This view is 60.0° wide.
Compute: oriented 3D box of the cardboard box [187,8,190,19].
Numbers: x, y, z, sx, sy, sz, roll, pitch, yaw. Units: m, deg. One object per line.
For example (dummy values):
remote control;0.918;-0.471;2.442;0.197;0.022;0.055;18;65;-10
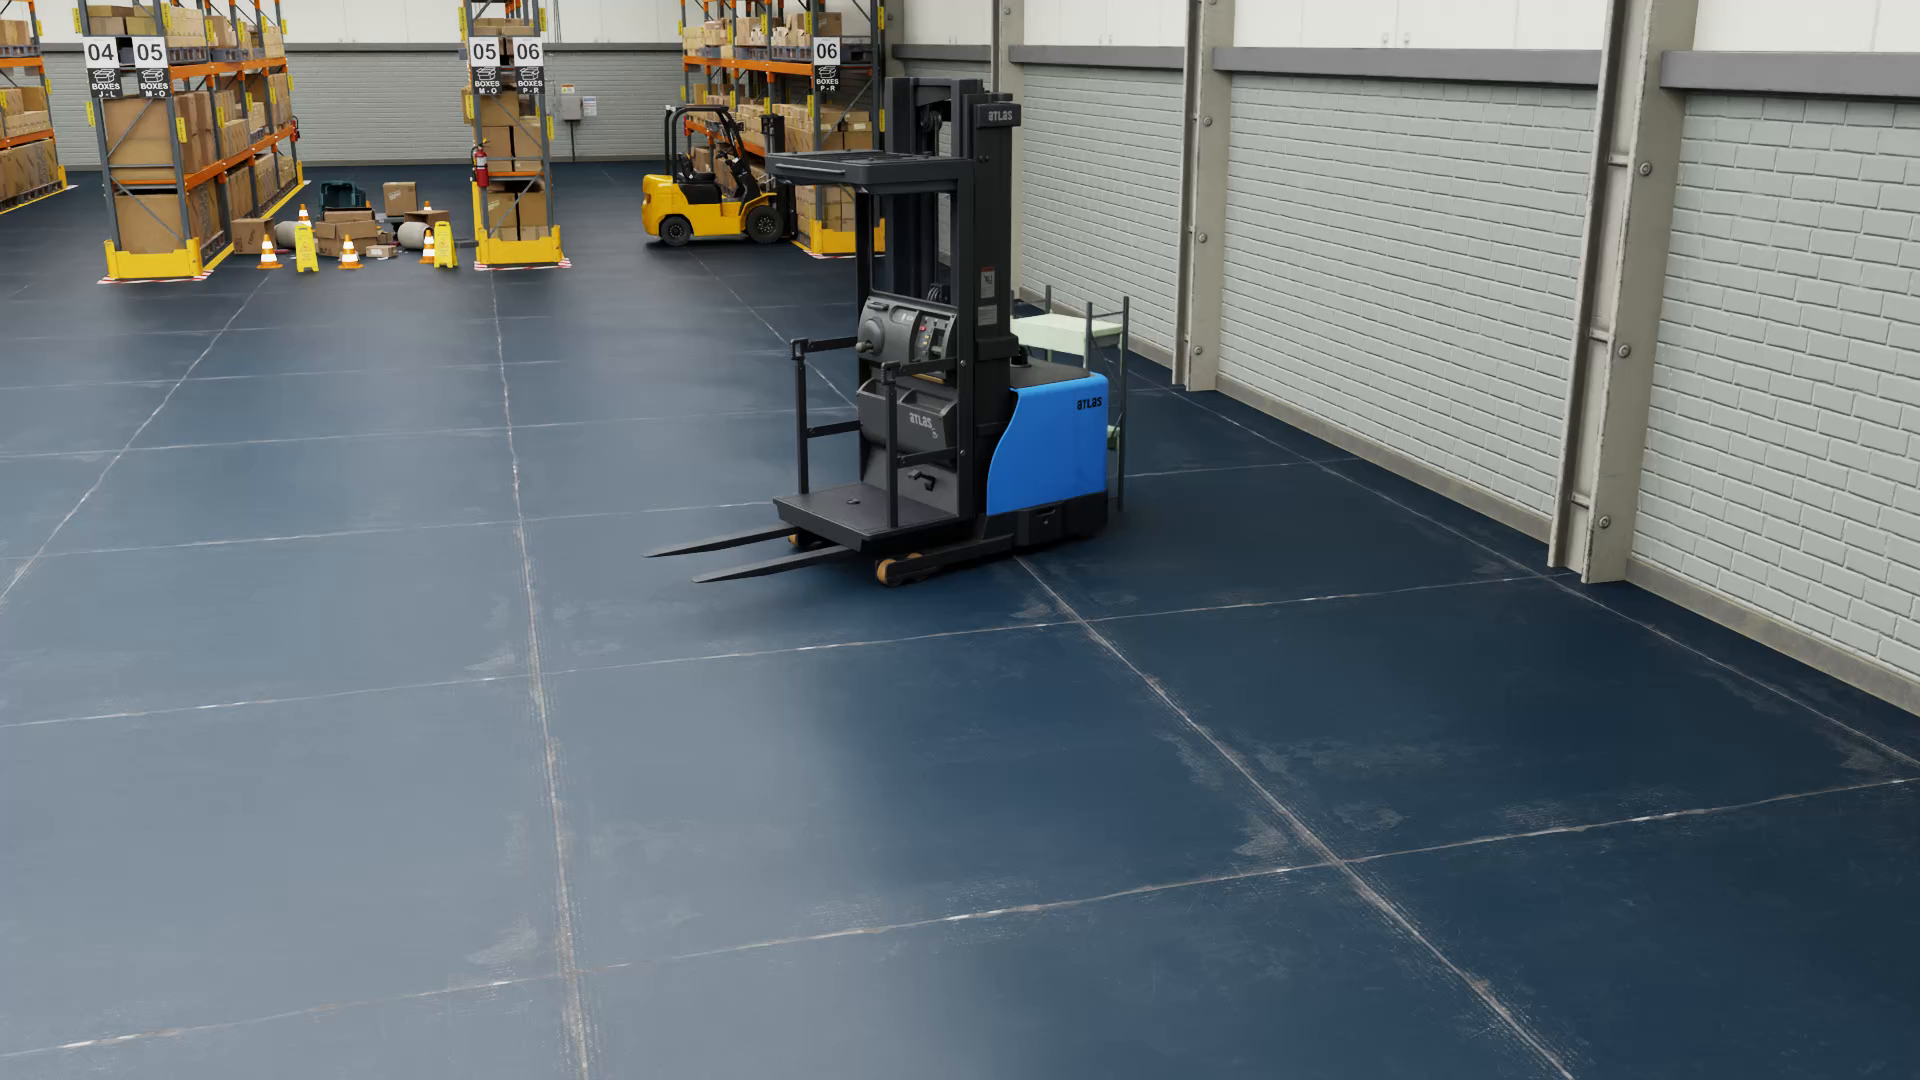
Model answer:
cardboard box;-11.586;-7.770;24.538;0.380;0.149;0.250;-5;17;-16

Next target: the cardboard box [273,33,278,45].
cardboard box;-14.986;-10.781;35.806;0.500;0.250;0.500;-4;17;-14

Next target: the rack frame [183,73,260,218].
rack frame;-13.439;-7.354;30.221;1.000;3.000;0.127;-5;17;-15

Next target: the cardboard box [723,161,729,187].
cardboard box;-4.693;-7.697;34.977;0.500;0.500;0.500;-5;18;-17

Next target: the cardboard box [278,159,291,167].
cardboard box;-14.903;-8.279;36.492;0.380;0.149;0.250;-4;17;-13

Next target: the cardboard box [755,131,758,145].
cardboard box;-3.477;-7.386;30.587;0.500;0.250;0.500;-5;17;-15

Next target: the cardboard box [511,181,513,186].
cardboard box;-7.187;-5.768;27.687;0.500;0.500;0.500;-5;17;-16

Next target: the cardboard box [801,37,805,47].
cardboard box;-2.257;-7.725;25.773;0.380;0.149;0.250;-5;17;-17

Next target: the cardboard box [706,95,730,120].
cardboard box;-5.117;-9.371;36.031;0.700;0.500;0.500;-4;17;-14

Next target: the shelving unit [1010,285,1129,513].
shelving unit;0.738;-0.965;11.556;0.431;1.500;0.755;-15;22;-41

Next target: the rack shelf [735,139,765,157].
rack shelf;-3.386;-7.269;31.189;1.077;0.370;4.000;-5;17;-15

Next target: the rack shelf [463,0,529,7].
rack shelf;-8.157;-9.557;29.073;1.077;0.370;4.000;-5;17;-15

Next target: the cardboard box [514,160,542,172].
cardboard box;-6.403;-5.551;24.654;0.380;0.149;0.250;-5;17;-15

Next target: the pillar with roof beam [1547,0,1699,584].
pillar with roof beam;-0.254;-3.772;7.867;9.100;9.000;0.400;-5;17;-15

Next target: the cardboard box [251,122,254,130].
cardboard box;-13.667;-7.872;31.650;0.380;0.149;0.250;-4;17;-13

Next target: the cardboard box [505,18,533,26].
cardboard box;-7.530;-8.803;28.491;0.500;0.250;0.500;-5;17;-16

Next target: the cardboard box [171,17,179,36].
cardboard box;-11.267;-7.192;23.306;0.500;0.250;0.500;-5;17;-16

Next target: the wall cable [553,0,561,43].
wall cable;-9.327;-14.697;44.173;2.988;3.039;0.133;-5;17;-15

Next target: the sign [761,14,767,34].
sign;-3.355;-8.850;28.541;0.100;0.325;0.005;-5;17;-15

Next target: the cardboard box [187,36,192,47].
cardboard box;-11.512;-7.316;24.411;0.380;0.149;0.250;-5;17;-15

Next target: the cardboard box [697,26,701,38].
cardboard box;-5.553;-11.280;36.952;0.500;0.250;0.500;-5;17;-16

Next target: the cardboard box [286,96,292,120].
cardboard box;-15.266;-9.654;37.185;0.500;0.500;0.500;-4;17;-14

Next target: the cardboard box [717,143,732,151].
cardboard box;-5.075;-8.542;36.146;0.380;0.149;0.250;-6;18;-18

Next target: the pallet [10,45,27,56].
pallet;-19.881;-10.055;34.151;1.003;0.211;1.213;-5;17;-15

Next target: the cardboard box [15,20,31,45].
cardboard box;-20.240;-10.797;35.390;0.700;0.500;0.500;-6;18;-19

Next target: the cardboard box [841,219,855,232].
cardboard box;-1.684;-4.990;26.399;0.500;0.250;0.500;-5;17;-15

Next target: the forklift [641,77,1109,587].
forklift;-0.496;-1.294;10.165;3.031;2.935;1.130;-13;21;-36

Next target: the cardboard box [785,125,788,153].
cardboard box;-2.666;-6.682;27.811;0.500;0.500;0.500;-5;17;-16

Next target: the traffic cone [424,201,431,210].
traffic cone;-9.295;-5.685;29.072;0.336;0.463;0.334;-5;17;-15

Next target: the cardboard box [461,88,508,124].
cardboard box;-7.230;-6.628;25.373;0.700;0.500;0.500;-5;17;-16

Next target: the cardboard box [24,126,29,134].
cardboard box;-19.453;-8.443;34.282;0.380;0.149;0.250;-4;17;-15

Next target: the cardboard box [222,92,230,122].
cardboard box;-13.042;-7.475;28.710;0.700;0.500;0.500;-5;17;-16

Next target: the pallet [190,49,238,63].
pallet;-12.901;-8.217;28.209;1.003;0.211;1.213;-4;17;-13

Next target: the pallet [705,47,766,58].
pallet;-4.635;-10.148;34.633;1.213;0.211;1.003;-5;17;-15

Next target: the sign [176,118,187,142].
sign;-10.705;-5.636;22.859;0.100;0.325;0.005;-5;17;-15

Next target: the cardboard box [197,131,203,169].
cardboard box;-11.776;-5.771;24.689;0.875;0.550;0.500;-5;17;-15

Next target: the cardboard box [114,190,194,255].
cardboard box;-11.490;-4.507;23.707;0.875;0.875;0.875;-5;17;-15

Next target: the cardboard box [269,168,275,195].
cardboard box;-13.952;-7.138;33.116;0.500;0.500;0.500;-5;17;-17

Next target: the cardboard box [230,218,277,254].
cardboard box;-10.926;-4.704;25.738;0.500;0.500;0.500;-2;17;-6

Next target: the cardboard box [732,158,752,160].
cardboard box;-4.420;-7.671;33.764;0.380;0.149;0.250;-6;18;-18

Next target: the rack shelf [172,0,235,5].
rack shelf;-12.889;-9.138;27.677;1.077;0.370;4.000;-5;17;-15

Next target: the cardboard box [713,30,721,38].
cardboard box;-4.895;-10.443;34.304;0.380;0.149;0.250;-5;17;-15

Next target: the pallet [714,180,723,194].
pallet;-4.775;-7.716;36.272;1.003;0.211;1.213;-5;17;-15

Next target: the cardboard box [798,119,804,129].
cardboard box;-2.389;-6.671;26.645;0.380;0.149;0.250;-5;18;-17

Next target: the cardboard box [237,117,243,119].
cardboard box;-13.379;-7.727;30.652;0.380;0.149;0.250;-4;17;-13

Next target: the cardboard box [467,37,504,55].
cardboard box;-6.908;-7.188;24.198;0.500;0.250;0.500;-5;17;-16

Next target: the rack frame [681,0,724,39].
rack frame;-6.134;-13.253;39.431;1.000;3.000;0.127;-5;17;-15

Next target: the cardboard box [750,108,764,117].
cardboard box;-3.671;-7.914;30.784;0.380;0.149;0.250;-5;17;-17

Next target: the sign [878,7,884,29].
sign;-1.202;-7.890;25.132;0.100;0.325;0.005;-5;17;-15

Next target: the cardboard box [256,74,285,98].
cardboard box;-14.982;-9.846;36.088;0.500;0.500;0.500;-4;17;-12

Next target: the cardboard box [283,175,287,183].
cardboard box;-14.725;-7.778;35.858;0.380;0.149;0.250;-5;17;-17

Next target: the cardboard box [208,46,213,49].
cardboard box;-13.840;-8.977;30.234;0.500;0.500;0.500;-5;17;-15
